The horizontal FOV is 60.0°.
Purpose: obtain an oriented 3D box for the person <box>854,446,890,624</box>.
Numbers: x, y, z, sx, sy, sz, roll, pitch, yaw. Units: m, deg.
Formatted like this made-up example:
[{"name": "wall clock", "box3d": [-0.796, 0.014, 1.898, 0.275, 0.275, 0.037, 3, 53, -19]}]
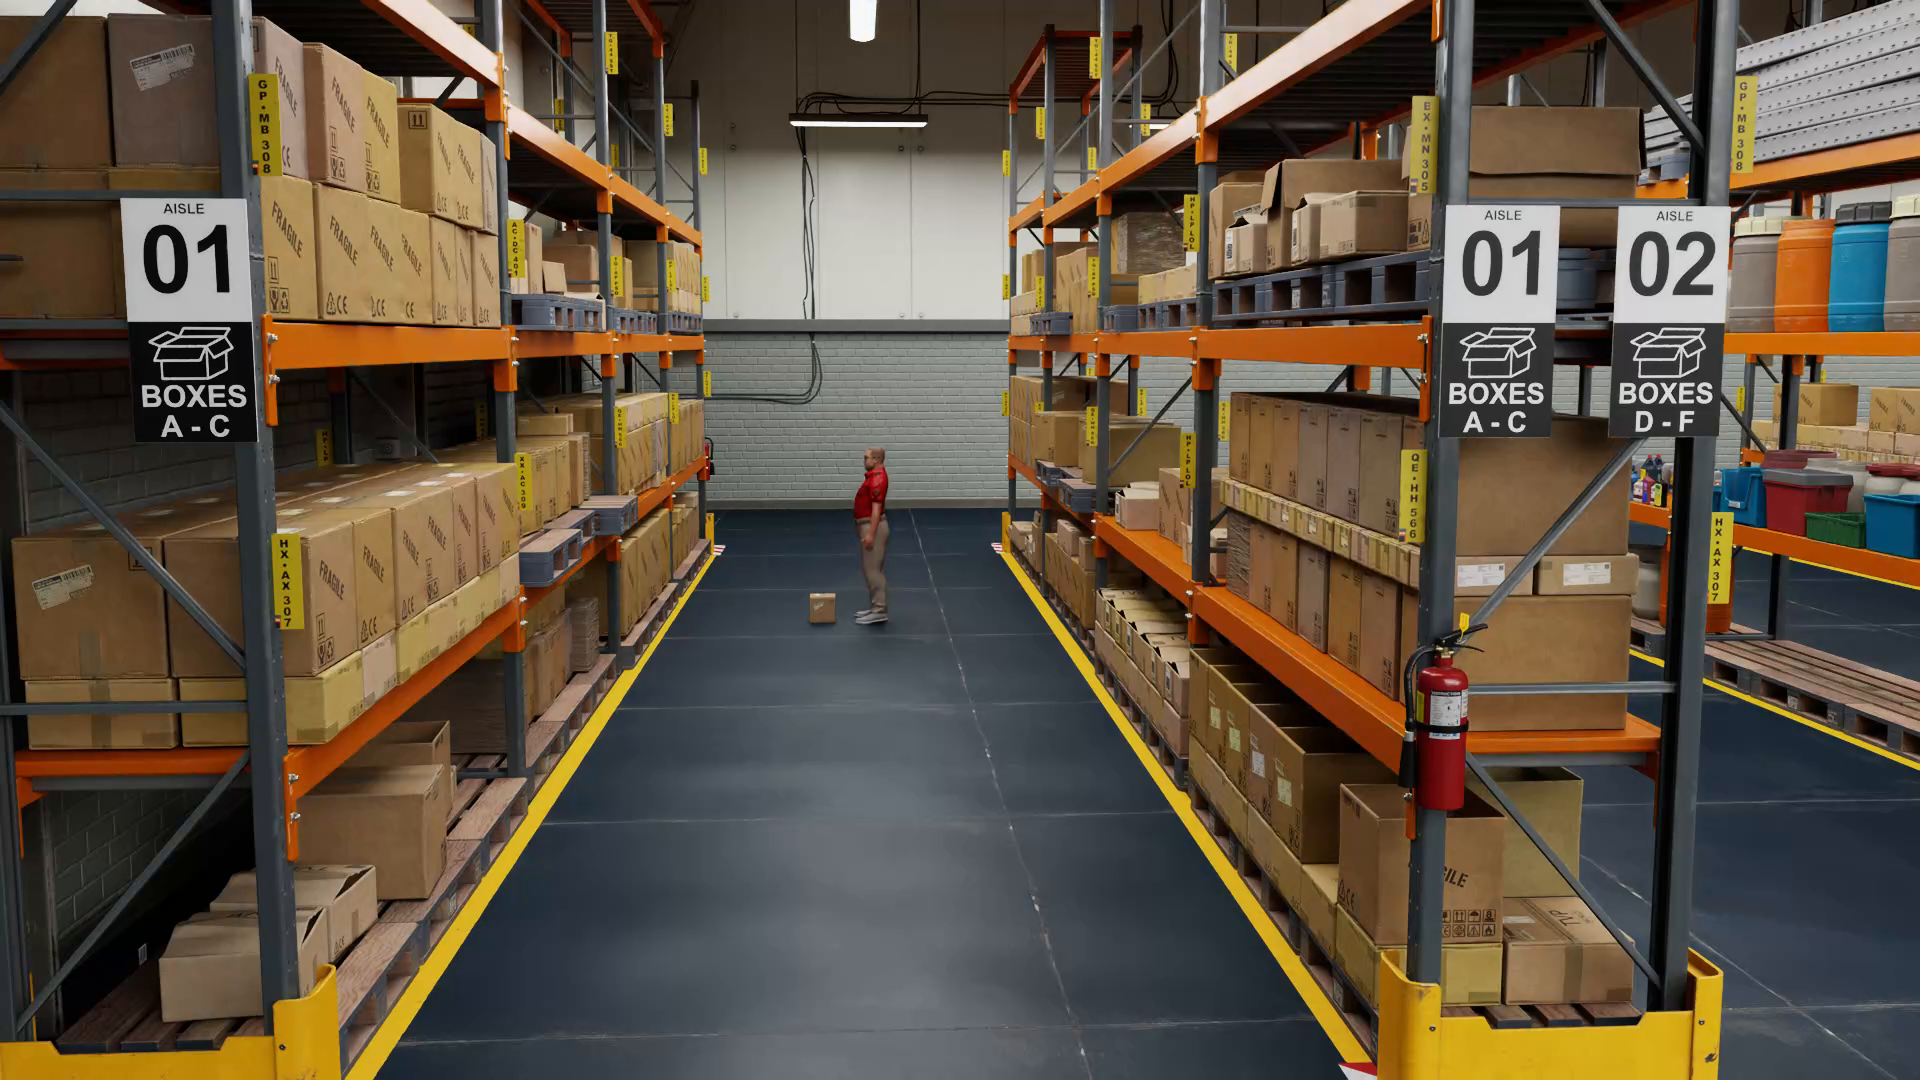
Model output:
[{"name": "person", "box3d": [-0.871, -0.059, 16.345, 0.361, 1.730, 0.528, 0, 7, -2]}]
